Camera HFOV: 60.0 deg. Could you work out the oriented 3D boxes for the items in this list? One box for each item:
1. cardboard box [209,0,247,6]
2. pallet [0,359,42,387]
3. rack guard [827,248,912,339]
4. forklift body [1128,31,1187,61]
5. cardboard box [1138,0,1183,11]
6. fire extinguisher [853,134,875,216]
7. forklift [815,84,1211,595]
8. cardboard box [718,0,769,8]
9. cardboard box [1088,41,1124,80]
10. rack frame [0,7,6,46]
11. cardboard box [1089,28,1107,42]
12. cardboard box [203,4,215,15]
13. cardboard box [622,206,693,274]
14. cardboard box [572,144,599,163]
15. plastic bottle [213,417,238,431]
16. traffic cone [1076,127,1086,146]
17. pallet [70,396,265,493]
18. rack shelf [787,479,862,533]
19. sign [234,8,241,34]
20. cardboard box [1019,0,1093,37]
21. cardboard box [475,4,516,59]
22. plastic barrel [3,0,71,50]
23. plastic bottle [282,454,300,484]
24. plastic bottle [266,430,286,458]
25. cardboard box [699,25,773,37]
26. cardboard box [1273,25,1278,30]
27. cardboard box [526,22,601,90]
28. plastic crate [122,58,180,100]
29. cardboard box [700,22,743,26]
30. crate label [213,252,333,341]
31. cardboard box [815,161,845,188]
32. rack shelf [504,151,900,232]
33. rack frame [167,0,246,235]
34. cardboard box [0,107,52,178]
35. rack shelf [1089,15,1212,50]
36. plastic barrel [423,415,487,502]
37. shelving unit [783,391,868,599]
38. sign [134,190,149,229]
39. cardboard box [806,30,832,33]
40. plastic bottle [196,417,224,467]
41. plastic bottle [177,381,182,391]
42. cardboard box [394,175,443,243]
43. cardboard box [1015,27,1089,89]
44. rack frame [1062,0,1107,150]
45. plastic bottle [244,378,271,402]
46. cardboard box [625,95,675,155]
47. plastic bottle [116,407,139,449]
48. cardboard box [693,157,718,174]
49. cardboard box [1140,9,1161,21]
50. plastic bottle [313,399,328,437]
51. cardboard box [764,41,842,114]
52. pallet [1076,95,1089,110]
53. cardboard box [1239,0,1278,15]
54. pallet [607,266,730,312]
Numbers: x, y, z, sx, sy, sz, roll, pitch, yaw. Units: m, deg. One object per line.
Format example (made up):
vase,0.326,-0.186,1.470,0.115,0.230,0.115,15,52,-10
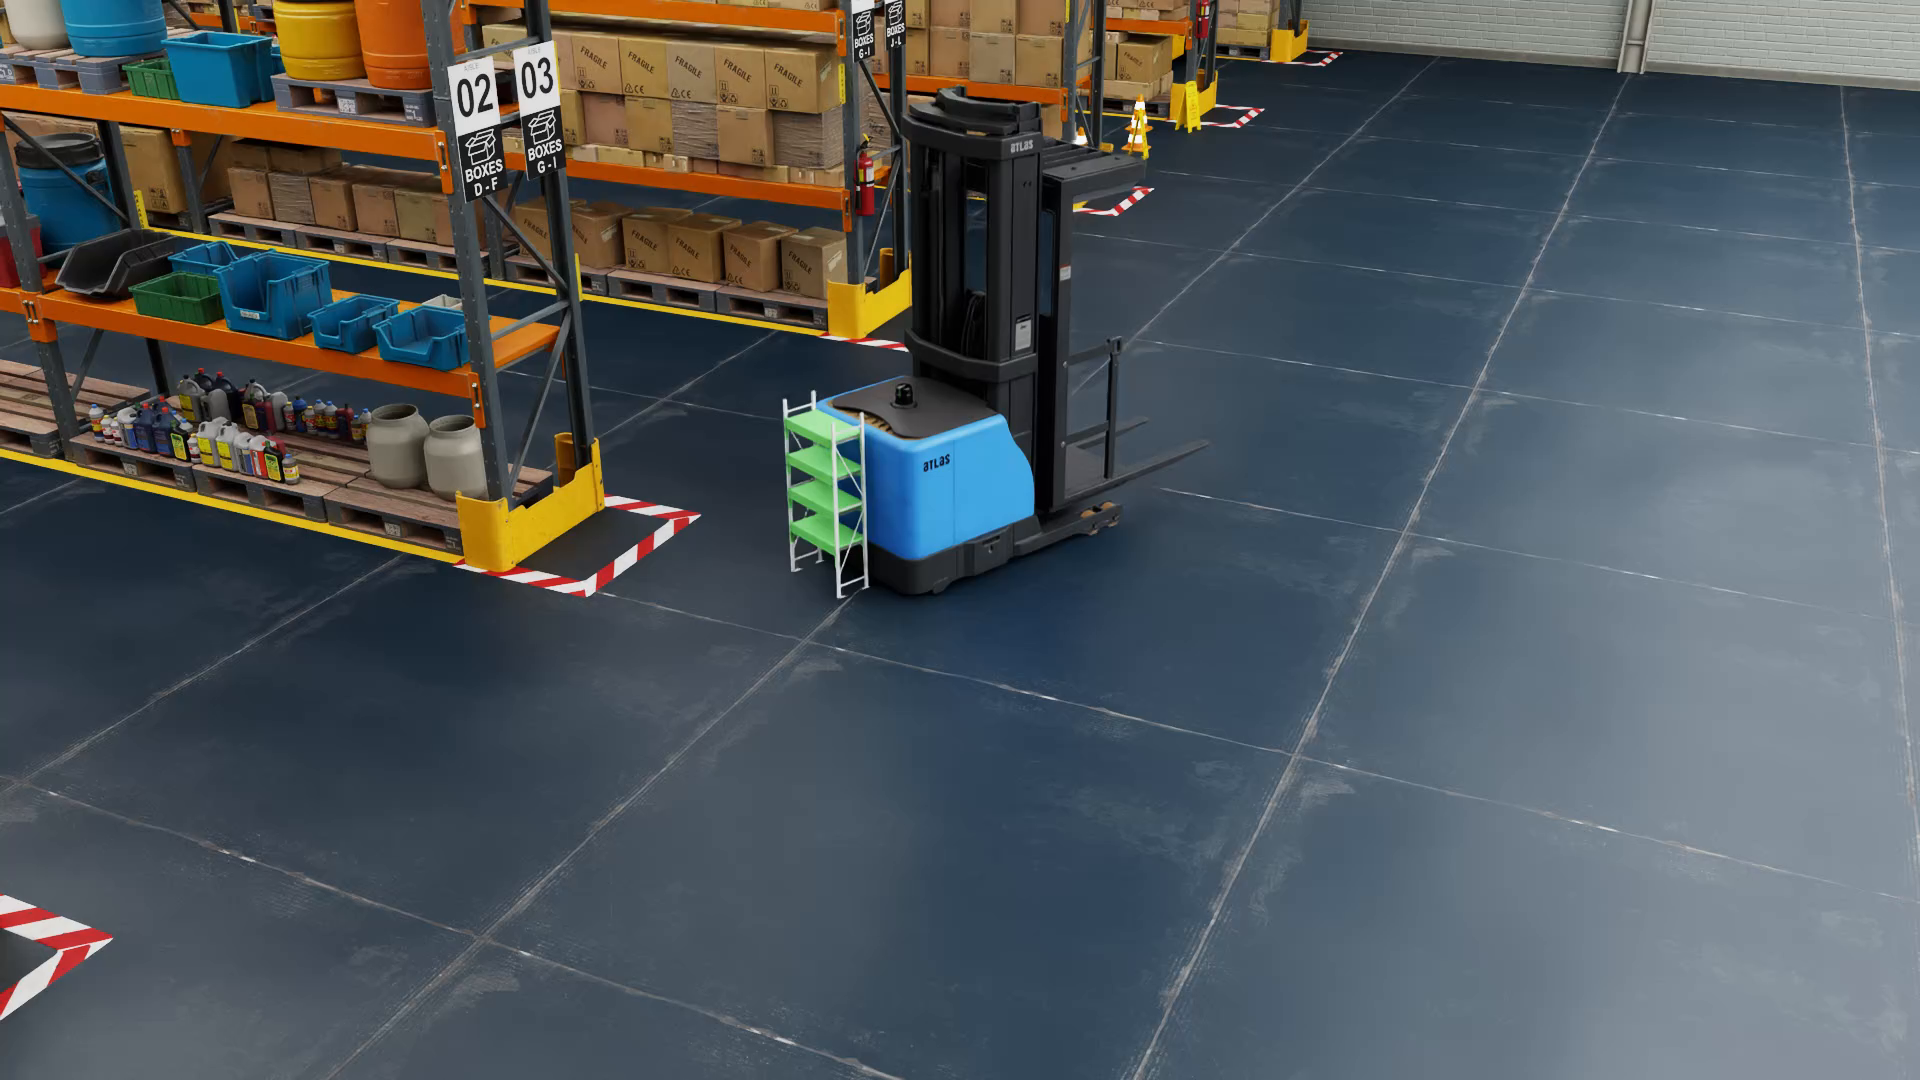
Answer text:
cardboard box,-10.077,-7.711,23.065,0.500,0.500,0.500,11,28,22
pallet,-8.278,-1.227,13.503,1.213,0.211,1.003,11,28,22
rack guard,-0.810,-2.280,15.315,0.348,0.500,1.175,11,28,22
forklift body,2.931,-8.601,26.285,1.214,2.155,2.313,11,28,22
cardboard box,2.753,-7.539,22.716,0.500,0.500,0.500,11,28,21
fire extinguisher,-0.828,-3.147,14.333,0.183,0.674,0.296,11,28,22
forklift,0.486,-1.504,10.986,3.031,2.935,1.130,-21,33,-36
cardboard box,-1.741,-4.742,14.260,0.500,0.250,0.500,12,28,22
cardboard box,2.047,-6.799,23.452,0.500,0.500,0.500,12,29,24
rack frame,-6.433,-4.819,10.850,0.127,3.000,1.000,11,28,22
cardboard box,1.934,-7.083,23.295,0.250,0.149,0.380,12,29,23
cardboard box,-10.375,-7.479,23.329,0.250,0.149,0.380,13,29,24
cardboard box,-2.913,-2.913,16.125,0.500,0.500,0.500,9,28,17
cardboard box,-3.408,-3.656,15.565,0.250,0.149,0.380,11,28,22
plastic bottle,-5.272,-0.740,11.943,0.135,0.276,0.152,11,28,22
traffic cone,1.508,-4.893,20.665,0.334,0.463,0.336,11,28,22
pallet,-5.839,-0.737,12.507,1.213,0.211,1.003,11,28,22
rack shelf,-0.842,-0.225,10.493,0.258,0.148,0.480,-21,33,-36
sign,-7.808,-5.554,17.914,0.005,0.325,0.100,11,28,22
cardboard box,1.082,-5.998,18.645,0.550,0.550,0.875,11,28,22
cardboard box,-5.048,-4.778,16.404,1.000,1.000,1.000,12,28,22
plastic barrel,-6.122,-3.554,11.074,0.421,0.512,0.421,0,26,0
plastic bottle,-4.645,-0.497,11.534,0.097,0.201,0.097,0,26,0
plastic bottle,-4.819,-0.634,11.719,0.133,0.283,0.061,11,28,22
cardboard box,-2.037,-4.410,15.229,0.500,0.500,0.500,11,28,22
cardboard box,5.046,-8.492,27.740,0.500,0.250,0.500,11,28,22
cardboard box,-3.622,-4.470,15.352,0.500,0.500,0.500,11,28,22
plastic crate,-5.109,-2.980,10.751,0.450,0.188,0.336,11,28,22
cardboard box,-2.823,-6.127,20.186,0.500,0.500,0.500,11,28,21
crate label,-4.579,-1.640,11.144,0.616,0.435,0.502,11,28,22
cardboard box,-1.086,-3.244,14.727,0.250,0.149,0.380,11,28,22
rack shelf,-2.562,-3.430,15.636,4.000,0.370,1.077,11,28,22
rack frame,-8.024,-4.850,17.705,0.127,3.000,1.000,11,28,22
cardboard box,-10.260,-4.545,19.015,0.875,0.875,1.225,10,28,20
rack shelf,1.540,-7.415,23.729,4.000,0.370,1.077,11,28,22
plastic barrel,-3.422,-0.558,11.328,0.421,0.512,0.421,0,26,0
shelving unit,-0.842,-0.282,10.465,0.258,1.200,0.503,-21,33,-36
sign,-6.195,-2.471,12.559,0.005,0.325,0.100,11,28,22
cardboard box,-1.387,-6.008,19.887,0.550,0.550,0.875,11,28,22
plastic bottle,-5.311,-0.710,11.796,0.185,0.351,0.144,11,28,21
plastic bottle,-5.973,-1.128,12.816,0.097,0.201,0.097,0,26,0
cardboard box,-5.359,-3.410,17.113,0.500,0.500,0.700,11,28,21
cardboard box,1.047,-5.480,18.815,0.550,0.550,0.875,11,28,22
rack frame,1.404,-5.363,18.748,0.127,3.000,1.000,11,28,22
plastic bottle,-5.258,-1.040,12.468,0.185,0.351,0.144,11,28,21
cardboard box,-2.623,-3.925,15.377,0.500,0.500,0.875,11,28,22
plastic bottle,-6.018,-0.820,12.105,0.135,0.276,0.152,12,29,24
cardboard box,-2.231,-3.466,15.178,0.250,0.149,0.380,11,28,22
cardboard box,2.655,-7.244,22.851,0.250,0.149,0.380,11,28,21
plastic bottle,-4.716,-0.907,12.287,0.097,0.271,0.097,0,26,0
cardboard box,-1.344,-4.016,14.428,0.500,0.500,0.500,11,28,22
pallet,1.460,-6.521,24.257,1.213,0.211,1.003,11,28,22
cardboard box,4.864,-8.731,27.093,0.500,0.250,0.500,12,29,24
pallet,-2.642,-2.537,16.163,1.213,0.211,1.003,11,28,22
